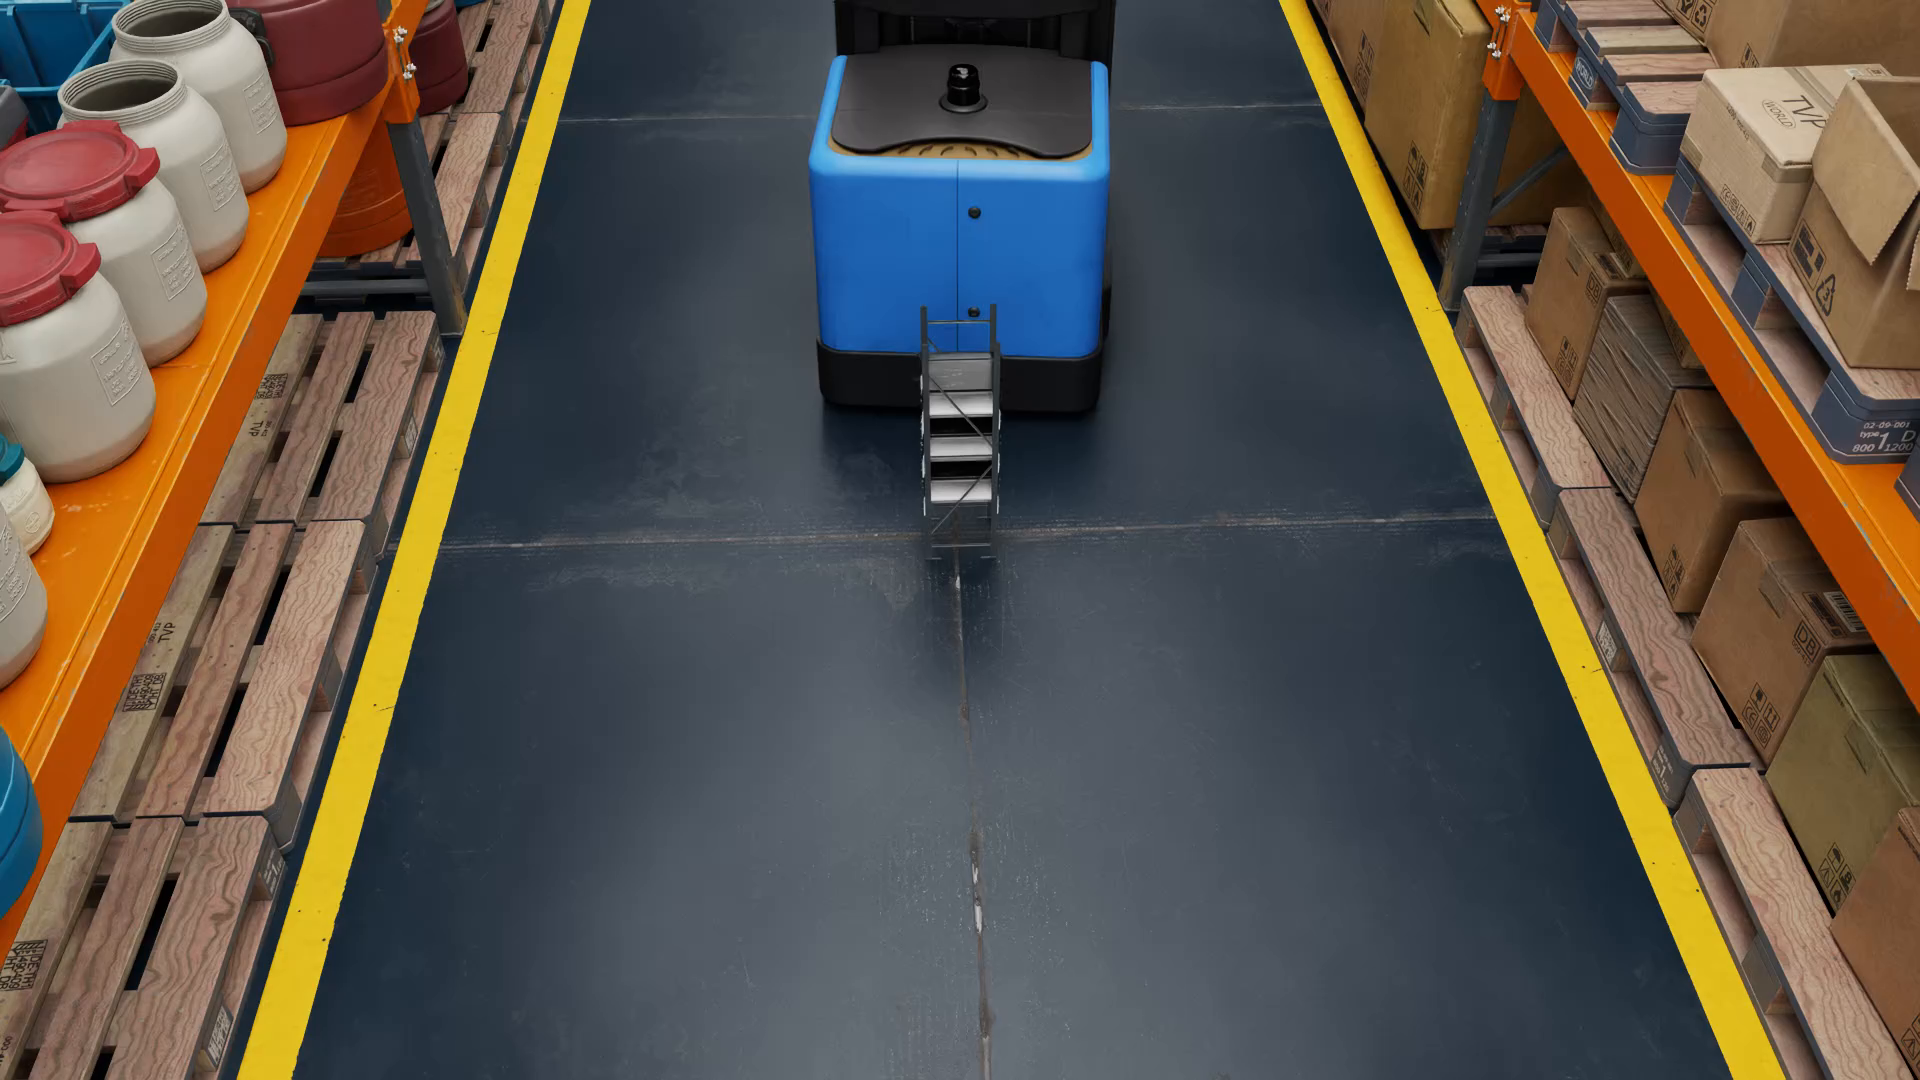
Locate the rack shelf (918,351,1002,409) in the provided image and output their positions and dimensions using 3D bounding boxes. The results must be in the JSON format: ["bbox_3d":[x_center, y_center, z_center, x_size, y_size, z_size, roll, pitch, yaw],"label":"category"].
[{"bbox_3d":[0.000,-0.512,5.292,0.258,0.077,0.200,-2,43,-2],"label":"rack shelf"}]

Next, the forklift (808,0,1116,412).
[{"bbox_3d":[0.072,-2.536,6.348,1.130,2.935,3.031,2,43,2],"label":"forklift"}]

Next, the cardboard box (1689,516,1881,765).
[{"bbox_3d":[2.604,0.263,4.768,0.700,0.500,0.500,-5,43,-5],"label":"cardboard box"}]

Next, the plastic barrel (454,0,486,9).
[{"bbox_3d":[-2.618,-3.176,8.237,0.600,0.901,0.708,-2,43,-2],"label":"plastic barrel"}]

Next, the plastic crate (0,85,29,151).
[{"bbox_3d":[-2.721,-0.864,4.425,0.402,0.464,0.583,-2,43,-2],"label":"plastic crate"}]

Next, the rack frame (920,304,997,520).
[{"bbox_3d":[-0.005,-0.406,5.527,0.240,0.900,0.006,-2,43,-2],"label":"rack frame"}]

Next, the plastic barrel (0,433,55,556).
[{"bbox_3d":[-2.217,-0.086,3.726,0.301,0.262,0.301,0,43,0],"label":"plastic barrel"}]

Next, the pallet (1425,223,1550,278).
[{"bbox_3d":[2.506,-1.588,7.326,1.003,0.211,1.213,-2,43,-2],"label":"pallet"}]

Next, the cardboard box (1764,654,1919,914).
[{"bbox_3d":[2.628,0.640,4.356,0.700,0.500,0.500,-2,43,-2],"label":"cardboard box"}]

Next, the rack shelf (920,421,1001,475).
[{"bbox_3d":[0.000,-0.313,5.474,0.258,0.077,0.200,-2,43,-2],"label":"rack shelf"}]

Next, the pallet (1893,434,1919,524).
[{"bbox_3d":[2.747,0.169,3.487,1.003,0.211,1.213,-2,43,-2],"label":"pallet"}]

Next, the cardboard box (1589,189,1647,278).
[{"bbox_3d":[2.523,-1.147,5.751,0.500,0.250,0.500,0,43,0],"label":"cardboard box"}]

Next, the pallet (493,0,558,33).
[{"bbox_3d":[-2.663,-3.090,8.965,1.003,0.211,1.213,-2,43,-2],"label":"pallet"}]

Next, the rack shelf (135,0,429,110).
[{"bbox_3d":[-2.569,-3.025,7.362,1.077,0.370,4.000,-2,43,-2],"label":"rack shelf"}]

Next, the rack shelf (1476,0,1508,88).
[{"bbox_3d":[2.380,-3.167,7.517,1.077,0.370,4.000,-2,43,-2],"label":"rack shelf"}]

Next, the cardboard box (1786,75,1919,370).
[{"bbox_3d":[2.468,-0.742,3.952,0.797,0.503,0.637,2,43,3],"label":"cardboard box"}]

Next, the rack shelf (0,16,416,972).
[{"bbox_3d":[-2.399,-0.324,4.416,1.077,0.370,4.000,-2,43,-2],"label":"rack shelf"}]

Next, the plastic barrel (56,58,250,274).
[{"bbox_3d":[-2.209,-1.008,4.547,0.421,0.512,0.421,0,43,0],"label":"plastic barrel"}]

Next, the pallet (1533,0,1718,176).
[{"bbox_3d":[2.601,-1.533,5.345,1.213,0.211,1.003,-2,43,-2],"label":"pallet"}]

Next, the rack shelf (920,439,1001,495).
[{"bbox_3d":[0.000,-0.246,5.535,0.258,0.077,0.200,-2,43,-2],"label":"rack shelf"}]

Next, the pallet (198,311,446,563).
[{"bbox_3d":[-2.490,-0.388,6.017,1.003,0.211,1.213,-2,43,-2],"label":"pallet"}]

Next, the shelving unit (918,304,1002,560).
[{"bbox_3d":[0.000,-0.337,5.452,0.258,0.900,0.210,-2,43,-2],"label":"shelving unit"}]

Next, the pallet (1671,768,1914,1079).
[{"bbox_3d":[2.600,1.121,4.371,1.003,0.211,1.213,-2,43,-2],"label":"pallet"}]

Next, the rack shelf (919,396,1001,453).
[{"bbox_3d":[0.000,-0.379,5.414,0.258,0.077,0.200,-2,43,-2],"label":"rack shelf"}]

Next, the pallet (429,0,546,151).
[{"bbox_3d":[-2.608,-2.264,8.064,1.003,0.211,1.213,-2,43,-2],"label":"pallet"}]

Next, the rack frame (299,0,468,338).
[{"bbox_3d":[-2.484,-1.940,5.646,1.000,3.000,0.127,-2,43,-2],"label":"rack frame"}]

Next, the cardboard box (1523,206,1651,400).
[{"bbox_3d":[2.513,-0.871,6.004,0.700,0.500,0.500,-4,43,-4],"label":"cardboard box"}]

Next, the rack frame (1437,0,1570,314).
[{"bbox_3d":[2.465,-2.082,5.801,1.000,3.000,0.127,-2,43,-2],"label":"rack frame"}]

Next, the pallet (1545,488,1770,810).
[{"bbox_3d":[2.545,0.295,5.272,1.003,0.211,1.213,-2,43,-2],"label":"pallet"}]

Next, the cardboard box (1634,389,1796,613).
[{"bbox_3d":[2.580,-0.114,5.179,0.700,0.500,0.500,2,43,2],"label":"cardboard box"}]

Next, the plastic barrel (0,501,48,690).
[{"bbox_3d":[-2.136,0.058,3.366,0.433,0.535,0.433,0,43,0],"label":"plastic barrel"}]

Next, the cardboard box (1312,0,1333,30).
[{"bbox_3d":[2.381,-3.119,8.194,1.225,0.875,0.875,-3,43,-3],"label":"cardboard box"}]

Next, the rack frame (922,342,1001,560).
[{"bbox_3d":[0.004,-0.269,5.377,0.240,0.900,0.006,-2,43,-2],"label":"rack frame"}]

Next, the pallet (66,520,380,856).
[{"bbox_3d":[-2.441,0.434,5.120,1.003,0.211,1.213,-2,43,-2],"label":"pallet"}]

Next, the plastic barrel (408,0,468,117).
[{"bbox_3d":[-2.570,-2.298,7.511,0.600,0.588,0.708,-2,43,-2],"label":"plastic barrel"}]

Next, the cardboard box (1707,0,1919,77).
[{"bbox_3d":[2.651,-1.536,4.821,0.700,0.500,0.500,4,43,5],"label":"cardboard box"}]

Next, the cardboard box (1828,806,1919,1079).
[{"bbox_3d":[2.630,0.963,4.004,0.700,0.500,0.500,-5,43,-5],"label":"cardboard box"}]

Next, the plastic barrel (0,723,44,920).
[{"bbox_3d":[-2.028,0.306,2.825,0.600,0.901,0.708,-2,43,-2],"label":"plastic barrel"}]

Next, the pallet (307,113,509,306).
[{"bbox_3d":[-2.559,-1.443,7.168,1.003,0.211,1.213,-2,43,-2],"label":"pallet"}]

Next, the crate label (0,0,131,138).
[{"bbox_3d":[-2.712,-1.274,4.894,0.502,0.435,0.616,-2,43,-2],"label":"crate label"}]

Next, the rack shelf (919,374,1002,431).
[{"bbox_3d":[0.000,-0.445,5.353,0.258,0.077,0.200,-2,43,-2],"label":"rack shelf"}]

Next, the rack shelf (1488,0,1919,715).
[{"bbox_3d":[2.549,-0.466,4.571,1.077,0.370,4.000,-2,43,-2],"label":"rack shelf"}]

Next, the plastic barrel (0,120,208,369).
[{"bbox_3d":[-2.185,-0.729,4.225,0.433,0.535,0.433,0,43,0],"label":"plastic barrel"}]

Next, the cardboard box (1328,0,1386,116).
[{"bbox_3d":[2.426,-2.522,7.543,1.225,0.875,0.875,-2,43,-2],"label":"cardboard box"}]

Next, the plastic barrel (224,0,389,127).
[{"bbox_3d":[-2.162,-1.685,5.268,0.600,0.536,0.708,-2,43,-2],"label":"plastic barrel"}]

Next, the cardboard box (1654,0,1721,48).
[{"bbox_3d":[2.527,-1.910,5.229,0.500,0.500,0.500,-6,43,-7],"label":"cardboard box"}]

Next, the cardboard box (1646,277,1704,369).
[{"bbox_3d":[2.556,-0.790,5.361,0.500,0.250,0.500,3,43,3],"label":"cardboard box"}]

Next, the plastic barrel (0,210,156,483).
[{"bbox_3d":[-2.167,-0.437,3.906,0.433,0.535,0.433,0,43,0],"label":"plastic barrel"}]

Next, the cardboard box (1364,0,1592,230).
[{"bbox_3d":[2.456,-1.920,6.886,1.225,0.875,0.875,-3,43,-4],"label":"cardboard box"}]

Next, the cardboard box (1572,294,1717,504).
[{"bbox_3d":[2.549,-0.497,5.596,0.700,0.500,0.500,-5,43,-5],"label":"cardboard box"}]

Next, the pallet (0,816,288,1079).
[{"bbox_3d":[-2.386,1.260,4.220,1.003,0.211,1.213,-2,43,-2],"label":"pallet"}]

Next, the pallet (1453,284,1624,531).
[{"bbox_3d":[2.496,-0.526,6.168,1.003,0.211,1.213,-2,43,-2],"label":"pallet"}]

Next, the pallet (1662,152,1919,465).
[{"bbox_3d":[2.590,-0.676,4.409,1.003,0.211,1.213,-2,43,-2],"label":"pallet"}]

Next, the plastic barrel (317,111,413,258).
[{"bbox_3d":[-2.522,-1.624,6.597,0.600,0.830,0.708,-2,43,-2],"label":"plastic barrel"}]

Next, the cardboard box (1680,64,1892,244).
[{"bbox_3d":[2.306,-1.043,4.468,0.500,0.250,0.500,-3,43,-3],"label":"cardboard box"}]

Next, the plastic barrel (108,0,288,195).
[{"bbox_3d":[-2.227,-1.293,4.857,0.421,0.512,0.421,0,43,0],"label":"plastic barrel"}]

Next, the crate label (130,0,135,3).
[{"bbox_3d":[-2.841,-1.583,5.381,0.303,0.233,0.416,-2,43,-2],"label":"crate label"}]

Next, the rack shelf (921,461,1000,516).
[{"bbox_3d":[0.000,-0.180,5.596,0.258,0.077,0.200,-2,43,-2],"label":"rack shelf"}]
